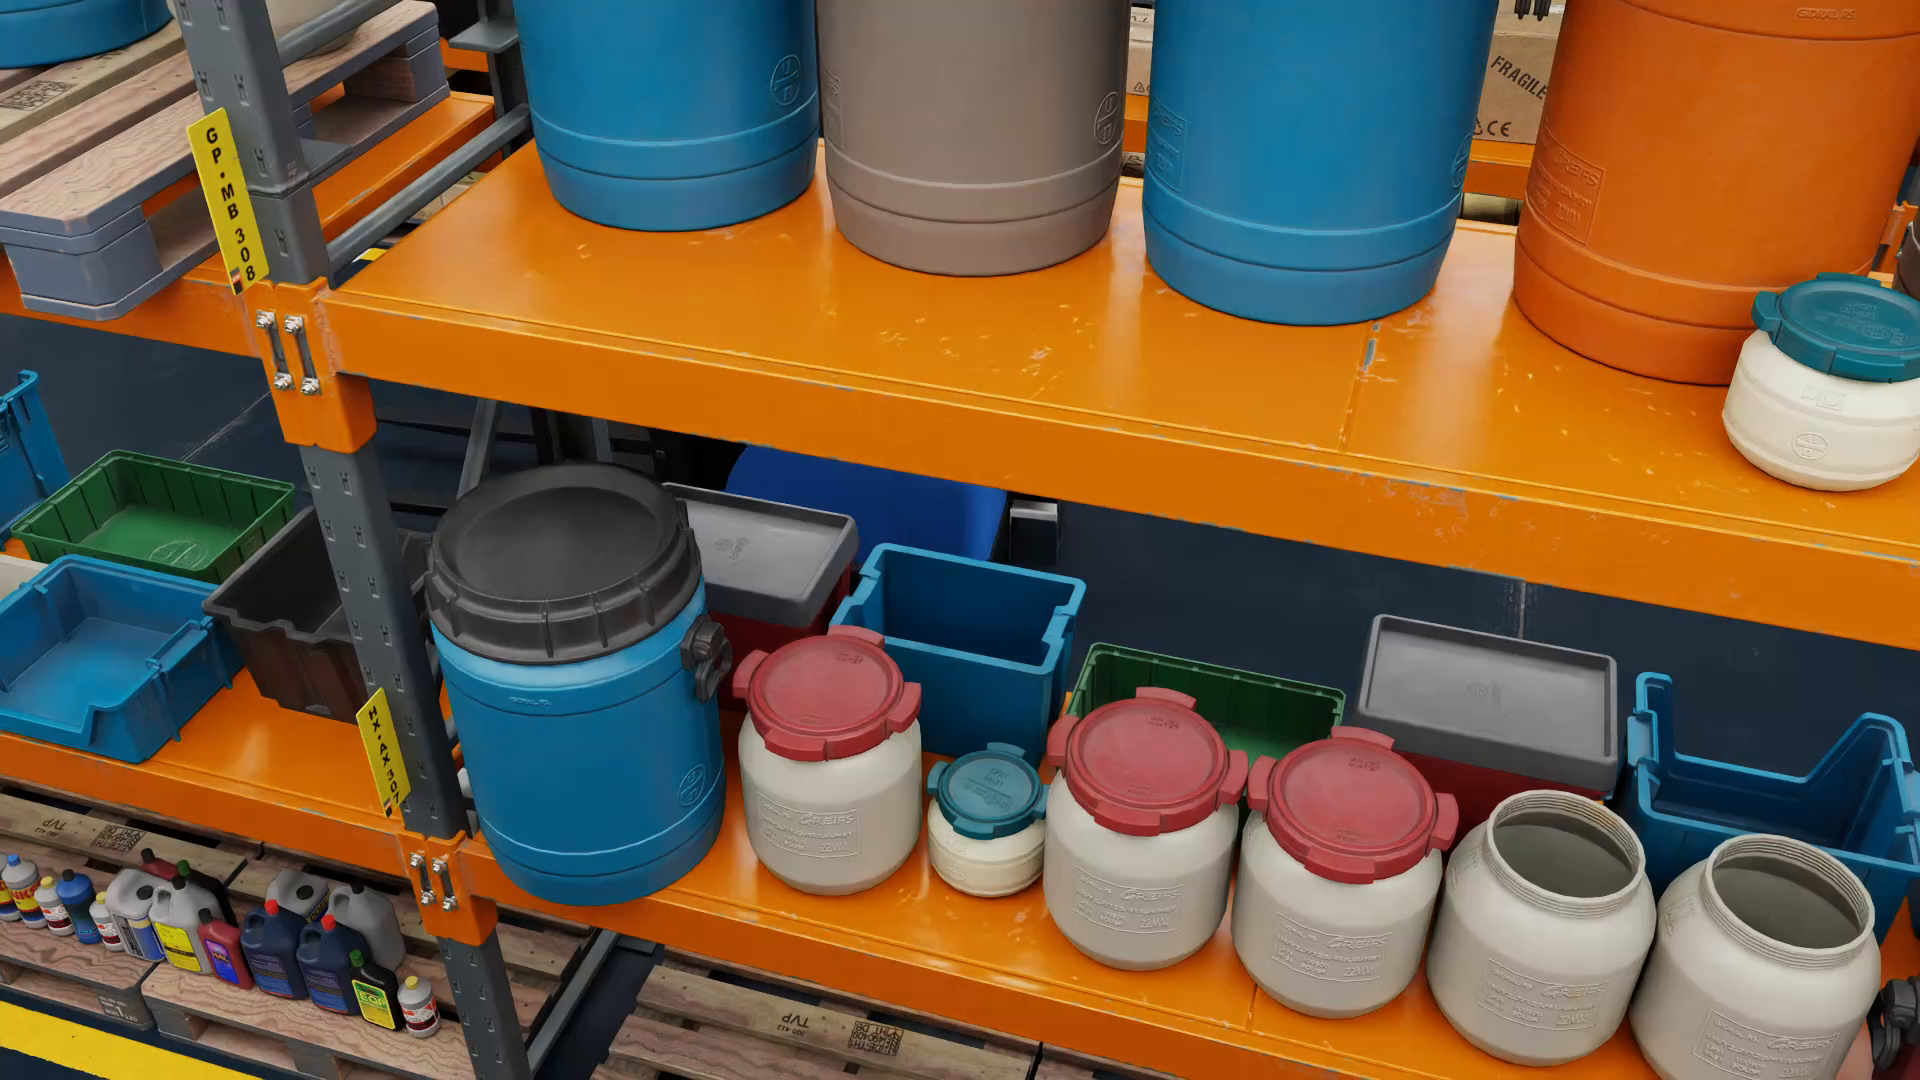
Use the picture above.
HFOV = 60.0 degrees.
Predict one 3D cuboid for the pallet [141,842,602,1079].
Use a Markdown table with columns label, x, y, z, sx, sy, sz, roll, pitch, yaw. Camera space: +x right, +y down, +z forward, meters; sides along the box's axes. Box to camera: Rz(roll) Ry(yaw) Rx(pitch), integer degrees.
| label | x | y | z | sx | sy | sz | roll | pitch | yaw |
| --- | --- | --- | --- | --- | --- | --- | --- | --- | --- |
| pallet | -1.776 | 1.274 | 5.341 | 1.213 | 0.211 | 1.003 | 10 | 38 | 14 |

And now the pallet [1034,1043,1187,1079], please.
| label | x | y | z | sx | sy | sz | roll | pitch | yaw |
| --- | --- | --- | --- | --- | --- | --- | --- | --- | --- |
| pallet | 0.782 | 1.748 | 4.697 | 1.213 | 0.211 | 1.003 | 10 | 38 | 14 |

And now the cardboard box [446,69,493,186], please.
| label | x | y | z | sx | sy | sz | roll | pitch | yaw |
| --- | --- | --- | --- | --- | --- | --- | --- | --- | --- |
| cardboard box | -2.561 | -2.271 | 9.138 | 0.500 | 0.500 | 0.500 | 10 | 38 | 14 |

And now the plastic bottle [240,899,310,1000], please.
| label | x | y | z | sx | sy | sz | roll | pitch | yaw |
| --- | --- | --- | --- | --- | --- | --- | --- | --- | --- |
| plastic bottle | -2.031 | 1.198 | 4.955 | 0.185 | 0.351 | 0.144 | 9 | 37 | 12 |

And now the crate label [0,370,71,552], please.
| label | x | y | z | sx | sy | sz | roll | pitch | yaw |
| --- | --- | --- | --- | --- | --- | --- | --- | --- | --- |
| crate label | -3.128 | -0.256 | 5.037 | 0.616 | 0.435 | 0.502 | 10 | 38 | 14 |

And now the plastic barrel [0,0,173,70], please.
| label | x | y | z | sx | sy | sz | roll | pitch | yaw |
| --- | --- | --- | --- | --- | --- | --- | --- | --- | --- |
| plastic barrel | -2.065 | -1.522 | 3.480 | 0.708 | 0.901 | 0.600 | 10 | 38 | 14 |

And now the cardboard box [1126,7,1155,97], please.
| label | x | y | z | sx | sy | sz | roll | pitch | yaw |
| --- | --- | --- | --- | --- | --- | --- | --- | --- | --- |
| cardboard box | 0.816 | -2.386 | 8.088 | 0.500 | 0.250 | 0.500 | 13 | 38 | 17 |

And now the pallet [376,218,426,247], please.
| label | x | y | z | sx | sy | sz | roll | pitch | yaw |
| --- | --- | --- | --- | --- | --- | --- | --- | --- | --- |
| pallet | -2.742 | -1.981 | 9.763 | 1.213 | 0.211 | 1.003 | 10 | 38 | 14 |

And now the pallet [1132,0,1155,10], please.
| label | x | y | z | sx | sy | sz | roll | pitch | yaw |
| --- | --- | --- | --- | --- | --- | --- | --- | --- | --- |
| pallet | 1.155 | -4.288 | 12.897 | 1.213 | 0.211 | 1.003 | 10 | 38 | 14 |

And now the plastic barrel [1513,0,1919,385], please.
| label | x | y | z | sx | sy | sz | roll | pitch | yaw |
| --- | --- | --- | --- | --- | --- | --- | --- | --- | --- |
| plastic barrel | 1.327 | -0.764 | 2.865 | 0.708 | 0.830 | 0.600 | 10 | 38 | 14 |

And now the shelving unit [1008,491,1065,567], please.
| label | x | y | z | sx | sy | sz | roll | pitch | yaw |
| --- | --- | --- | --- | --- | --- | --- | --- | --- | --- |
| shelving unit | 0.330 | -0.329 | 6.938 | 0.210 | 0.900 | 0.258 | 6 | 37 | 8 |

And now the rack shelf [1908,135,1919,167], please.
| label | x | y | z | sx | sy | sz | roll | pitch | yaw |
| --- | --- | --- | --- | --- | --- | --- | --- | --- | --- |
| rack shelf | 6.060 | -1.158 | 6.900 | 4.000 | 0.370 | 1.077 | 10 | 38 | 14 |

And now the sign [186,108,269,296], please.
| label | x | y | z | sx | sy | sz | roll | pitch | yaw |
| --- | --- | --- | --- | --- | --- | --- | --- | --- | --- |
| sign | -1.322 | -0.609 | 3.009 | 0.005 | 0.325 | 0.100 | 10 | 38 | 14 |

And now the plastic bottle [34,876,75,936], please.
| label | x | y | z | sx | sy | sz | roll | pitch | yaw |
| --- | --- | --- | --- | --- | --- | --- | --- | --- | --- |
| plastic bottle | -2.811 | 1.129 | 5.175 | 0.097 | 0.201 | 0.097 | 0 | 36 | 0 |

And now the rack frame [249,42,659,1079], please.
| label | x | y | z | sx | sy | sz | roll | pitch | yaw |
| --- | --- | --- | --- | --- | --- | --- | --- | --- | --- |
| rack frame | -1.147 | 0.293 | 4.321 | 0.127 | 3.000 | 1.000 | 10 | 38 | 14 |

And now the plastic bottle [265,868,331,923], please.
| label | x | y | z | sx | sy | sz | roll | pitch | yaw |
| --- | --- | --- | --- | --- | --- | --- | --- | --- | --- |
| plastic bottle | -2.011 | 1.140 | 5.097 | 0.135 | 0.276 | 0.152 | 10 | 38 | 14 |

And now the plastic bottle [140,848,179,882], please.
| label | x | y | z | sx | sy | sz | roll | pitch | yaw |
| --- | --- | --- | --- | --- | --- | --- | --- | --- | --- |
| plastic bottle | -2.462 | 1.077 | 5.176 | 0.133 | 0.283 | 0.061 | 10 | 38 | 14 |

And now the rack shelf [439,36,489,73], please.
| label | x | y | z | sx | sy | sz | roll | pitch | yaw |
| --- | --- | --- | --- | --- | --- | --- | --- | --- | --- |
| rack shelf | -1.576 | -2.572 | 8.821 | 4.000 | 0.370 | 1.077 | 10 | 38 | 14 |

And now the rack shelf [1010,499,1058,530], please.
| label | x | y | z | sx | sy | sz | roll | pitch | yaw |
| --- | --- | --- | --- | --- | --- | --- | --- | --- | --- |
| rack shelf | 0.330 | -0.157 | 7.064 | 0.200 | 0.077 | 0.258 | 6 | 37 | 8 |

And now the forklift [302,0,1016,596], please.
| label | x | y | z | sx | sy | sz | roll | pitch | yaw |
| --- | --- | --- | --- | --- | --- | --- | --- | --- | --- |
| forklift | -1.290 | -1.246 | 6.470 | 3.031 | 2.935 | 1.130 | 6 | 37 | 8 |

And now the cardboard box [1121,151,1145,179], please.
| label | x | y | z | sx | sy | sz | roll | pitch | yaw |
| --- | --- | --- | --- | --- | --- | --- | --- | --- | --- |
| cardboard box | 0.805 | -1.887 | 8.775 | 0.500 | 0.311 | 0.500 | 10 | 38 | 14 |

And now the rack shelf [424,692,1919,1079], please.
| label | x | y | z | sx | sy | sz | roll | pitch | yaw |
| --- | --- | --- | --- | --- | --- | --- | --- | --- | --- |
| rack shelf | 0.762 | 0.937 | 4.054 | 4.000 | 0.370 | 1.077 | 10 | 38 | 14 |

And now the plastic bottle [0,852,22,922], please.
| label | x | y | z | sx | sy | sz | roll | pitch | yaw |
| --- | --- | --- | --- | --- | --- | --- | --- | --- | --- |
| plastic bottle | -3.001 | 1.065 | 5.202 | 0.097 | 0.271 | 0.097 | 0 | 36 | 0 |

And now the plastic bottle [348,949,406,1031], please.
| label | x | y | z | sx | sy | sz | roll | pitch | yaw |
| --- | --- | --- | --- | --- | --- | --- | --- | --- | --- |
| plastic bottle | -1.705 | 1.312 | 4.858 | 0.133 | 0.283 | 0.061 | 12 | 38 | 16 |

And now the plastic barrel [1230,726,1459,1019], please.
| label | x | y | z | sx | sy | sz | roll | pitch | yaw |
| --- | --- | --- | --- | --- | --- | --- | --- | --- | --- |
| plastic barrel | 0.814 | 0.738 | 3.602 | 0.433 | 0.535 | 0.433 | 0 | 36 | 0 |

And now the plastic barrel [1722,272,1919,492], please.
| label | x | y | z | sx | sy | sz | roll | pitch | yaw |
| --- | --- | --- | --- | --- | --- | --- | --- | --- | --- |
| plastic barrel | 1.387 | -0.245 | 2.638 | 0.301 | 0.262 | 0.301 | 0 | 36 | 0 |

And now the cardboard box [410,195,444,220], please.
| label | x | y | z | sx | sy | sz | roll | pitch | yaw |
| --- | --- | --- | --- | --- | --- | --- | --- | --- | --- |
| cardboard box | -3.039 | -2.057 | 9.479 | 0.500 | 0.250 | 0.500 | 10 | 38 | 14 |

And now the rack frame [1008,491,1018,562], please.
| label | x | y | z | sx | sy | sz | roll | pitch | yaw |
| --- | --- | --- | --- | --- | --- | --- | --- | --- | --- |
| rack frame | 0.230 | -0.340 | 6.953 | 0.006 | 0.900 | 0.240 | 6 | 37 | 8 |

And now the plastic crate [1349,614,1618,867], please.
| label | x | y | z | sx | sy | sz | roll | pitch | yaw |
| --- | --- | --- | --- | --- | --- | --- | --- | --- | --- |
| plastic crate | 1.219 | 0.516 | 3.965 | 0.583 | 0.464 | 0.402 | 10 | 38 | 14 |

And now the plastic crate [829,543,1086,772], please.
| label | x | y | z | sx | sy | sz | roll | pitch | yaw |
| --- | --- | --- | --- | --- | --- | --- | --- | --- | --- |
| plastic crate | -0.002 | 0.319 | 4.300 | 0.575 | 0.384 | 0.392 | 10 | 38 | 14 |

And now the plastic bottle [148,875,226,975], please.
| label | x | y | z | sx | sy | sz | roll | pitch | yaw |
| --- | --- | --- | --- | --- | --- | --- | --- | --- | --- |
| plastic bottle | -2.339 | 1.141 | 5.032 | 0.185 | 0.351 | 0.144 | 10 | 38 | 14 |

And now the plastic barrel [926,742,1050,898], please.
| label | x | y | z | sx | sy | sz | roll | pitch | yaw |
| --- | --- | --- | --- | --- | --- | --- | --- | --- | --- |
| plastic barrel | 0.070 | 0.670 | 3.926 | 0.301 | 0.262 | 0.301 | 0 | 36 | 0 |

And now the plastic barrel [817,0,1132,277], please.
| label | x | y | z | sx | sy | sz | roll | pitch | yaw |
| --- | --- | --- | --- | --- | --- | --- | --- | --- | --- |
| plastic barrel | 0.027 | -1.034 | 3.171 | 0.600 | 0.901 | 0.600 | 0 | 36 | 0 |

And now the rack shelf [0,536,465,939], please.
| label | x | y | z | sx | sy | sz | roll | pitch | yaw |
| --- | --- | --- | --- | --- | --- | --- | --- | --- | --- |
| rack shelf | -3.056 | 0.230 | 5.014 | 4.000 | 0.370 | 1.077 | 10 | 38 | 14 |

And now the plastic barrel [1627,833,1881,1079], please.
| label | x | y | z | sx | sy | sz | roll | pitch | yaw |
| --- | --- | --- | --- | --- | --- | --- | --- | --- | --- |
| plastic barrel | 1.625 | 0.894 | 3.410 | 0.421 | 0.512 | 0.421 | 0 | 36 | 0 |

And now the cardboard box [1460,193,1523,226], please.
| label | x | y | z | sx | sy | sz | roll | pitch | yaw |
| --- | --- | --- | --- | --- | --- | --- | --- | --- | --- |
| cardboard box | 2.749 | -1.527 | 8.287 | 0.500 | 0.311 | 0.500 | 10 | 37 | 13 |

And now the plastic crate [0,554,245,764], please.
| label | x | y | z | sx | sy | sz | roll | pitch | yaw |
| --- | --- | --- | --- | --- | --- | --- | --- | --- | --- |
| plastic crate | -2.285 | 0.311 | 4.422 | 0.616 | 0.251 | 0.499 | 10 | 38 | 14 |

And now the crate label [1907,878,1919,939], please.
| label | x | y | z | sx | sy | sz | roll | pitch | yaw |
| --- | --- | --- | --- | --- | --- | --- | --- | --- | --- |
| crate label | 2.380 | 0.781 | 3.799 | 0.416 | 0.233 | 0.303 | 10 | 38 | 14 |

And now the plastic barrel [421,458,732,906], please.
| label | x | y | z | sx | sy | sz | roll | pitch | yaw |
| --- | --- | --- | --- | --- | --- | --- | --- | --- | --- |
| plastic barrel | -0.869 | 0.331 | 3.847 | 0.708 | 0.901 | 0.600 | 10 | 38 | 14 |

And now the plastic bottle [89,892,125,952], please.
| label | x | y | z | sx | sy | sz | roll | pitch | yaw |
| --- | --- | --- | --- | --- | --- | --- | --- | --- | --- |
| plastic bottle | -2.614 | 1.165 | 5.126 | 0.097 | 0.201 | 0.097 | 0 | 36 | 0 |
